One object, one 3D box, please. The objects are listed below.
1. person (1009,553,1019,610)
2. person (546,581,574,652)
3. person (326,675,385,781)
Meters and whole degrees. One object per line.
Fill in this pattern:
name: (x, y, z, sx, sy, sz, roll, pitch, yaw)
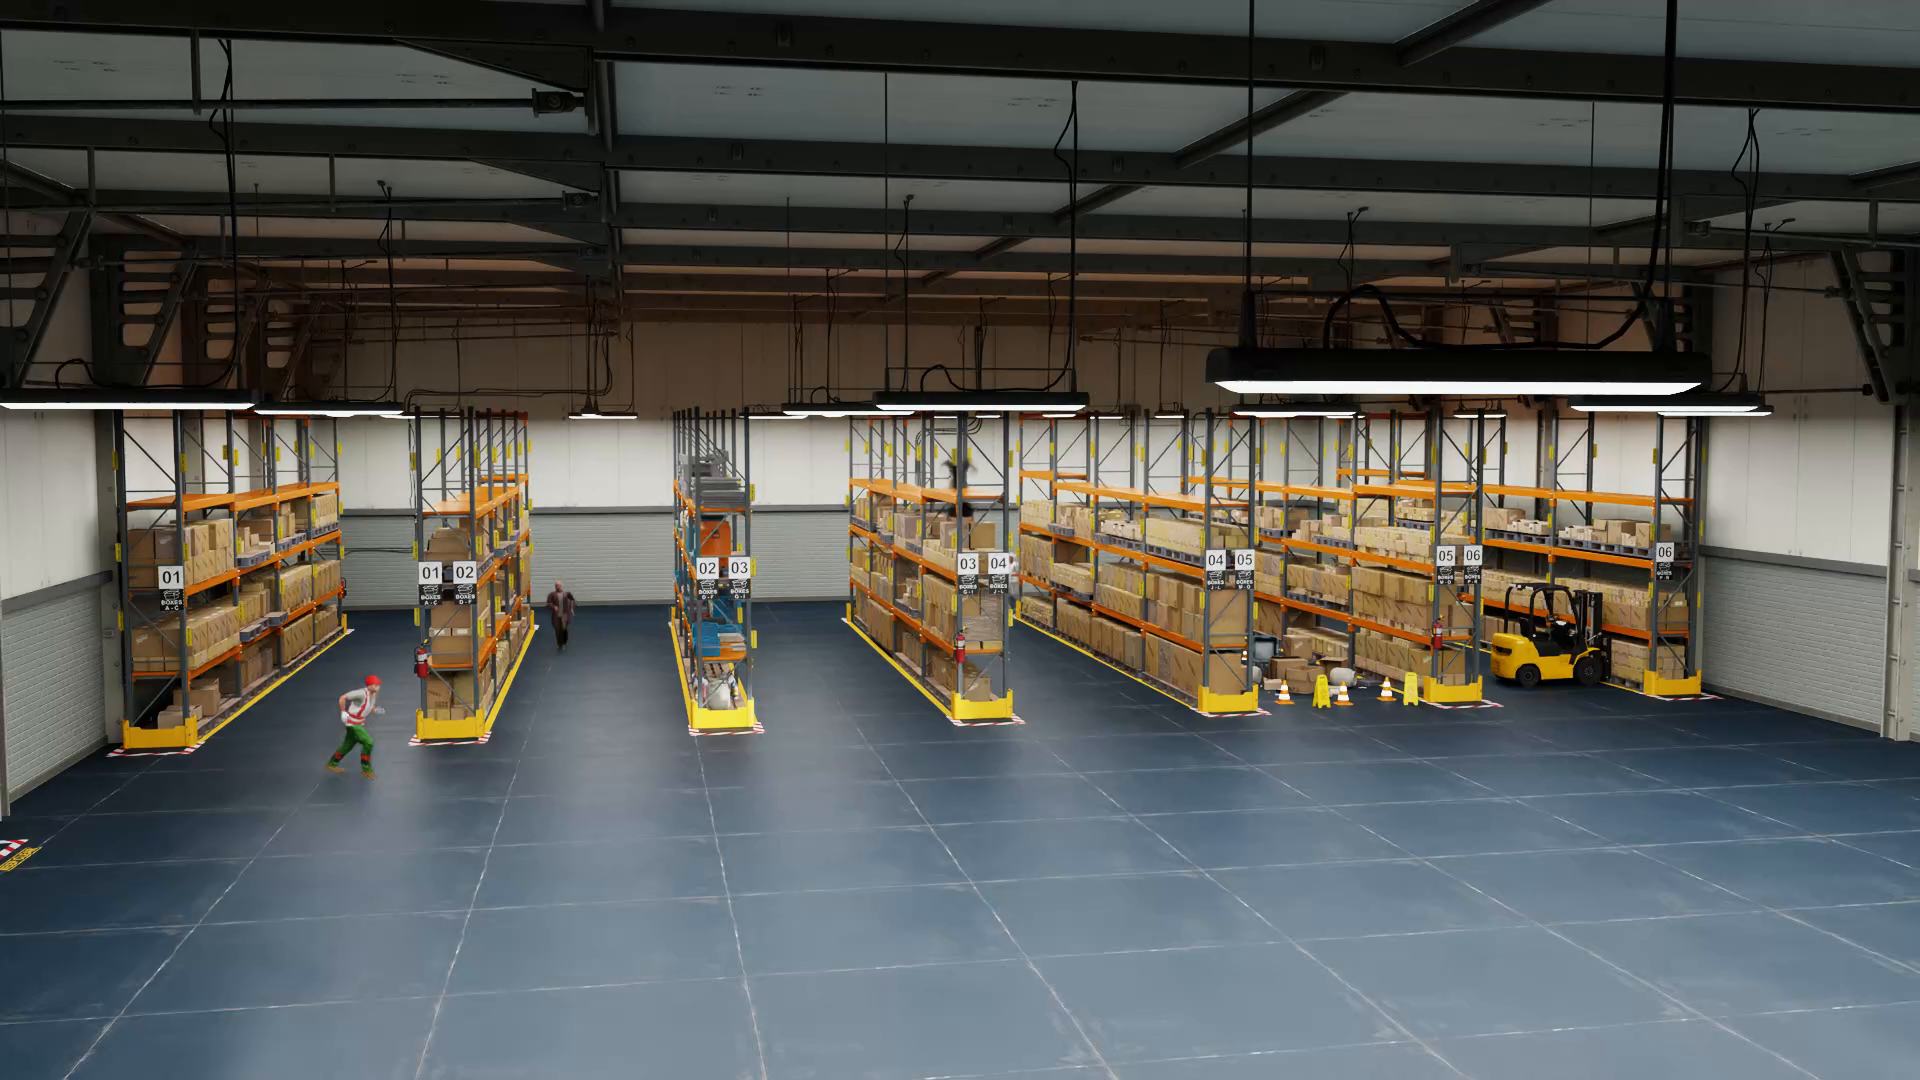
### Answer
person: (1.529, 1.296, 49.795, 0.668, 1.848, 0.809, 3, 5, 38)
person: (-9.933, 1.906, 41.327, 0.660, 1.780, 0.849, -1, 4, -10)
person: (-9.708, 3.017, 26.598, 1.026, 1.730, 0.713, 1, 4, 11)
